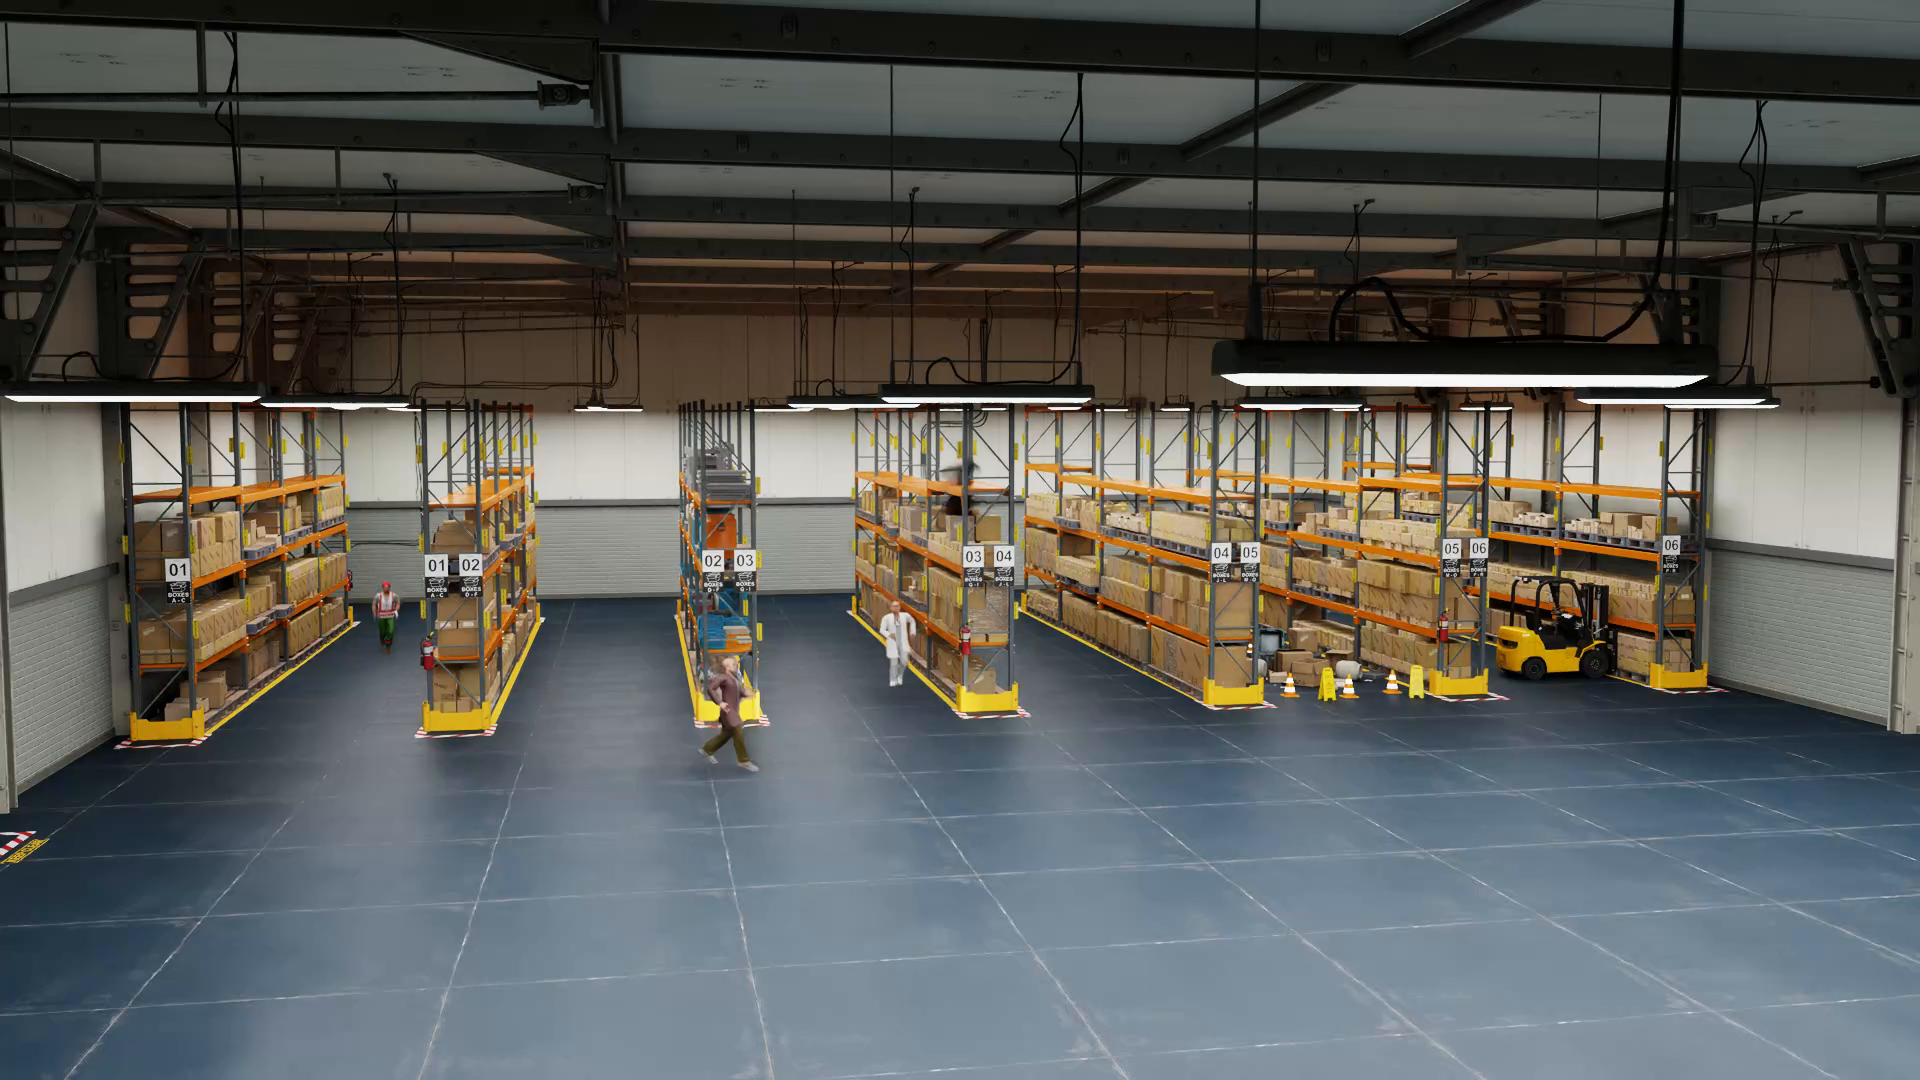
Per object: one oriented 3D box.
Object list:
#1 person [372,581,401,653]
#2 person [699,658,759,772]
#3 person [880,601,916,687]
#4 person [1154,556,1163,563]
[{"bbox_3d":[-13.793,1.844,40.007,0.644,1.733,0.638,-2,5,-23],"label":"person"},{"bbox_3d":[-3.726,2.800,26.781,1.041,1.805,0.703,1,4,9],"label":"person"},{"bbox_3d":[-1.227,2.076,32.996,0.735,1.732,0.820,-1,4,-8],"label":"person"},{"bbox_3d":[6.331,1.197,50.782,0.936,1.467,0.534,0,4,-3],"label":"person"}]
